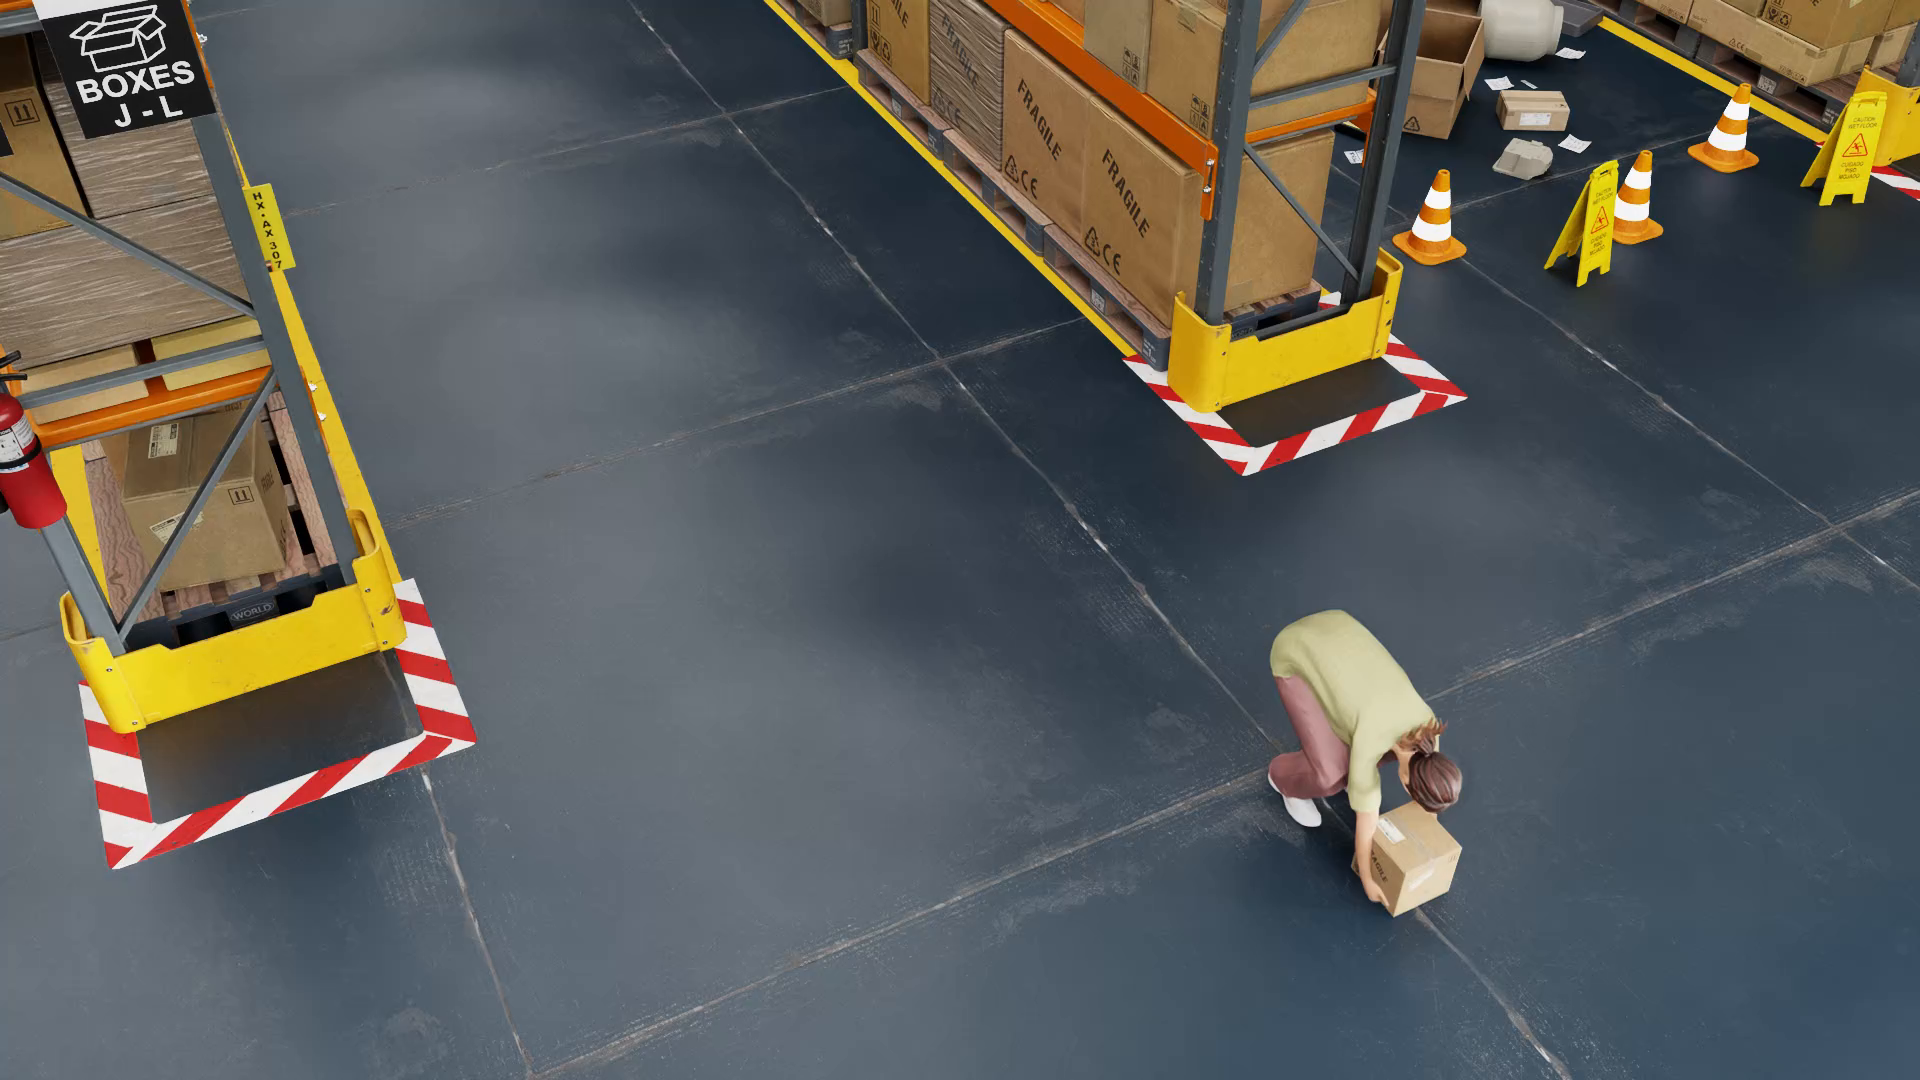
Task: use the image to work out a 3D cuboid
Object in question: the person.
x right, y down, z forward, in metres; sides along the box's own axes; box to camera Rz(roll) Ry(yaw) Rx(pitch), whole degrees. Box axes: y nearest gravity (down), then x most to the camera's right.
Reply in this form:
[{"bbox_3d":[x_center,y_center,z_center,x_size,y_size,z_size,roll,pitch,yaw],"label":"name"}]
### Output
[{"bbox_3d":[1.448,0.750,5.985,0.475,0.817,0.860,-21,45,-22],"label":"person"}]
